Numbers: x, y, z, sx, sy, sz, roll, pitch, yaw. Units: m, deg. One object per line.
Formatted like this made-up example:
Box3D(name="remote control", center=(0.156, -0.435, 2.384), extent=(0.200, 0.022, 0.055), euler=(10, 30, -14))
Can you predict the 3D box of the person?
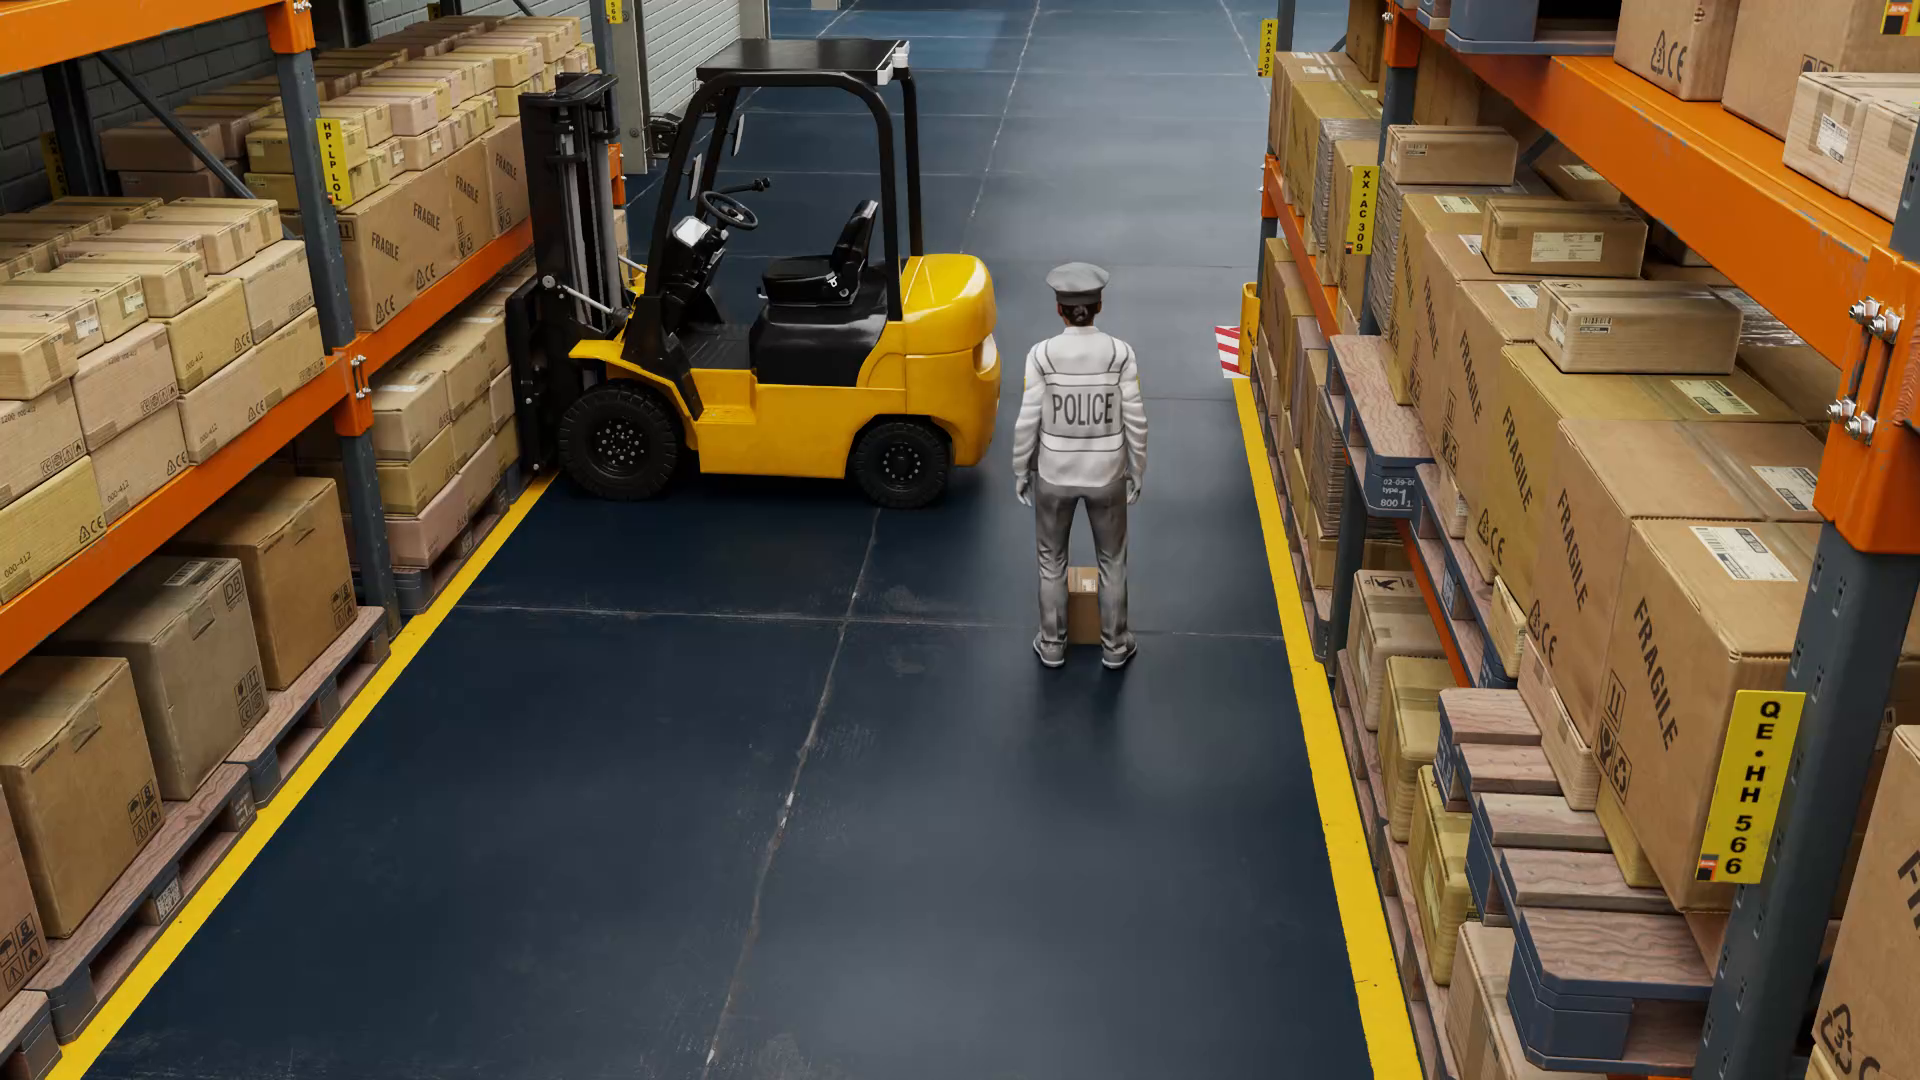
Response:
Box3D(name="person", center=(0.480, -0.258, 6.665), extent=(0.543, 1.662, 0.376), euler=(0, 25, 1))
